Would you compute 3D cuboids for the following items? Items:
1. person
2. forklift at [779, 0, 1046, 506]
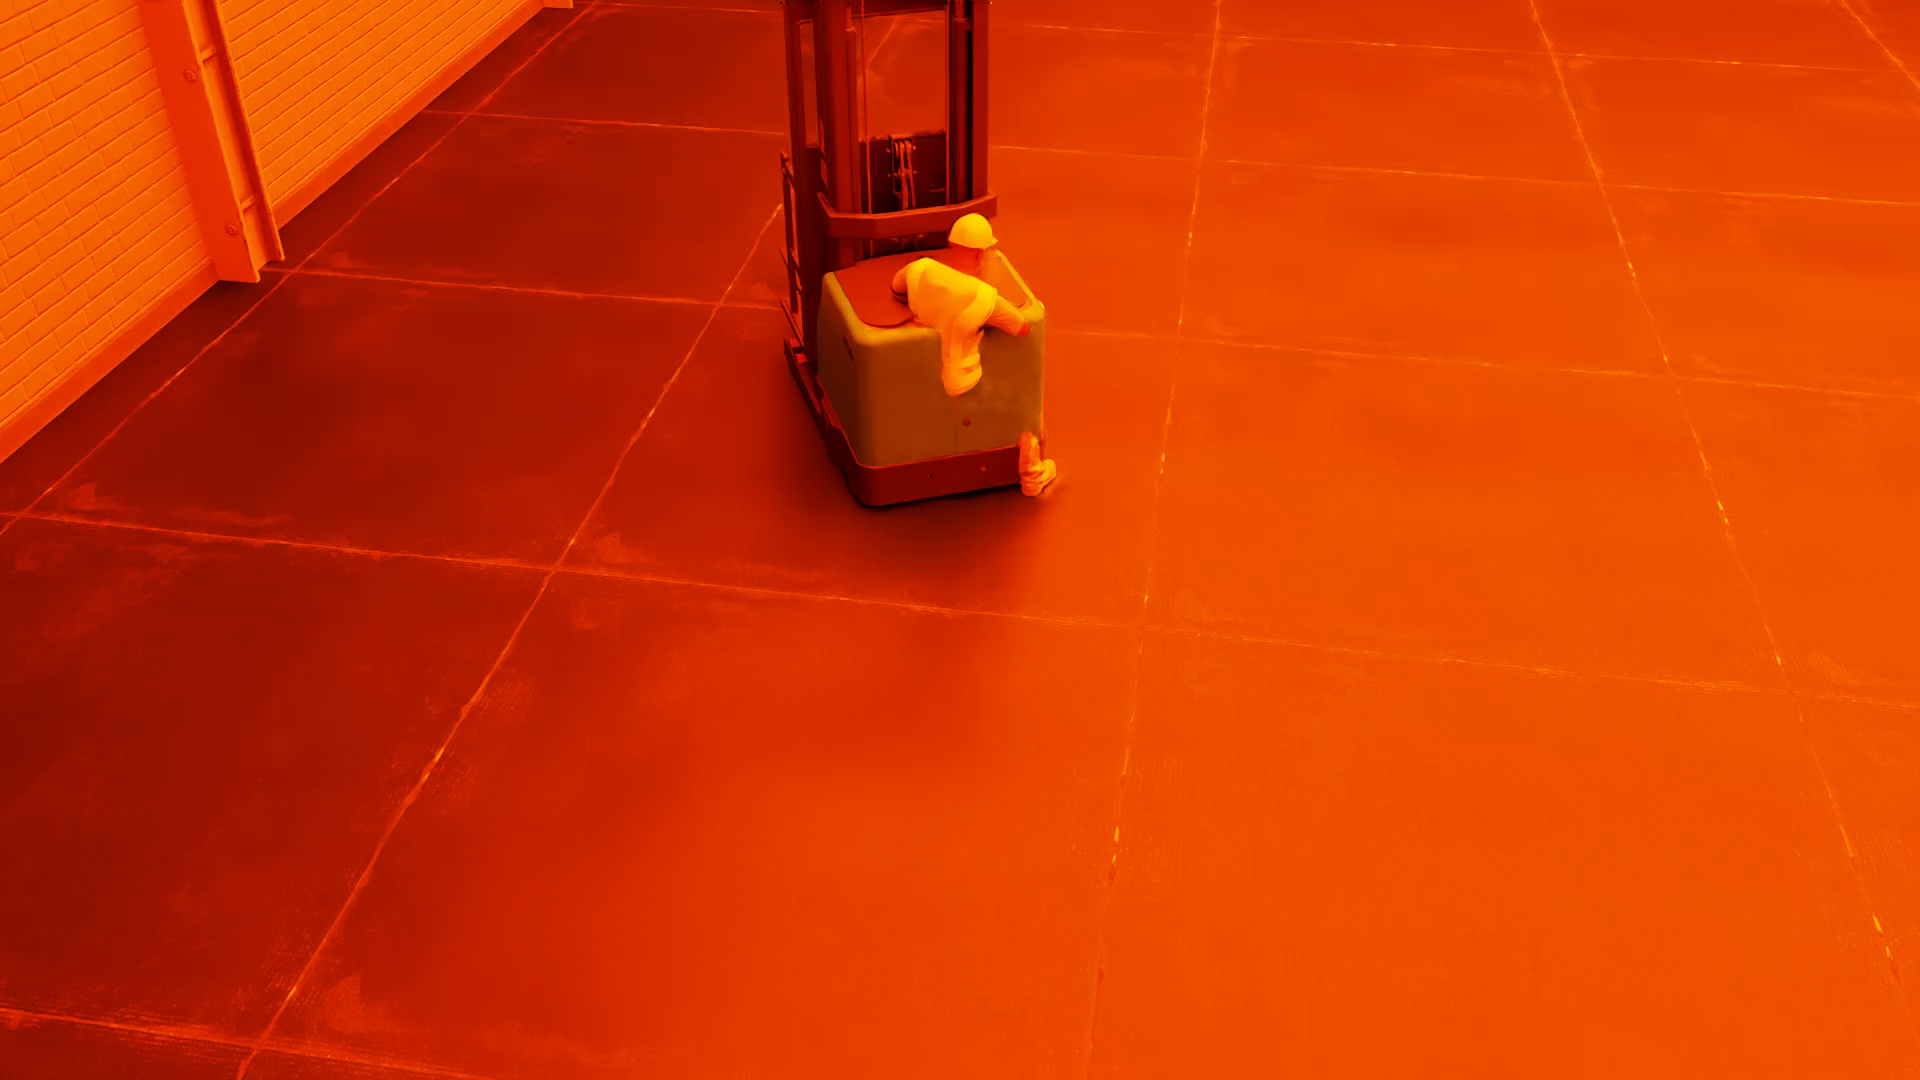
[{"bbox_3d":[0.061,-1.035,8.804,0.927,1.606,0.756,22,40,28],"label":"person"},{"bbox_3d":[-0.452,-2.225,9.337,1.130,2.935,3.031,-10,36,-14],"label":"forklift"}]
